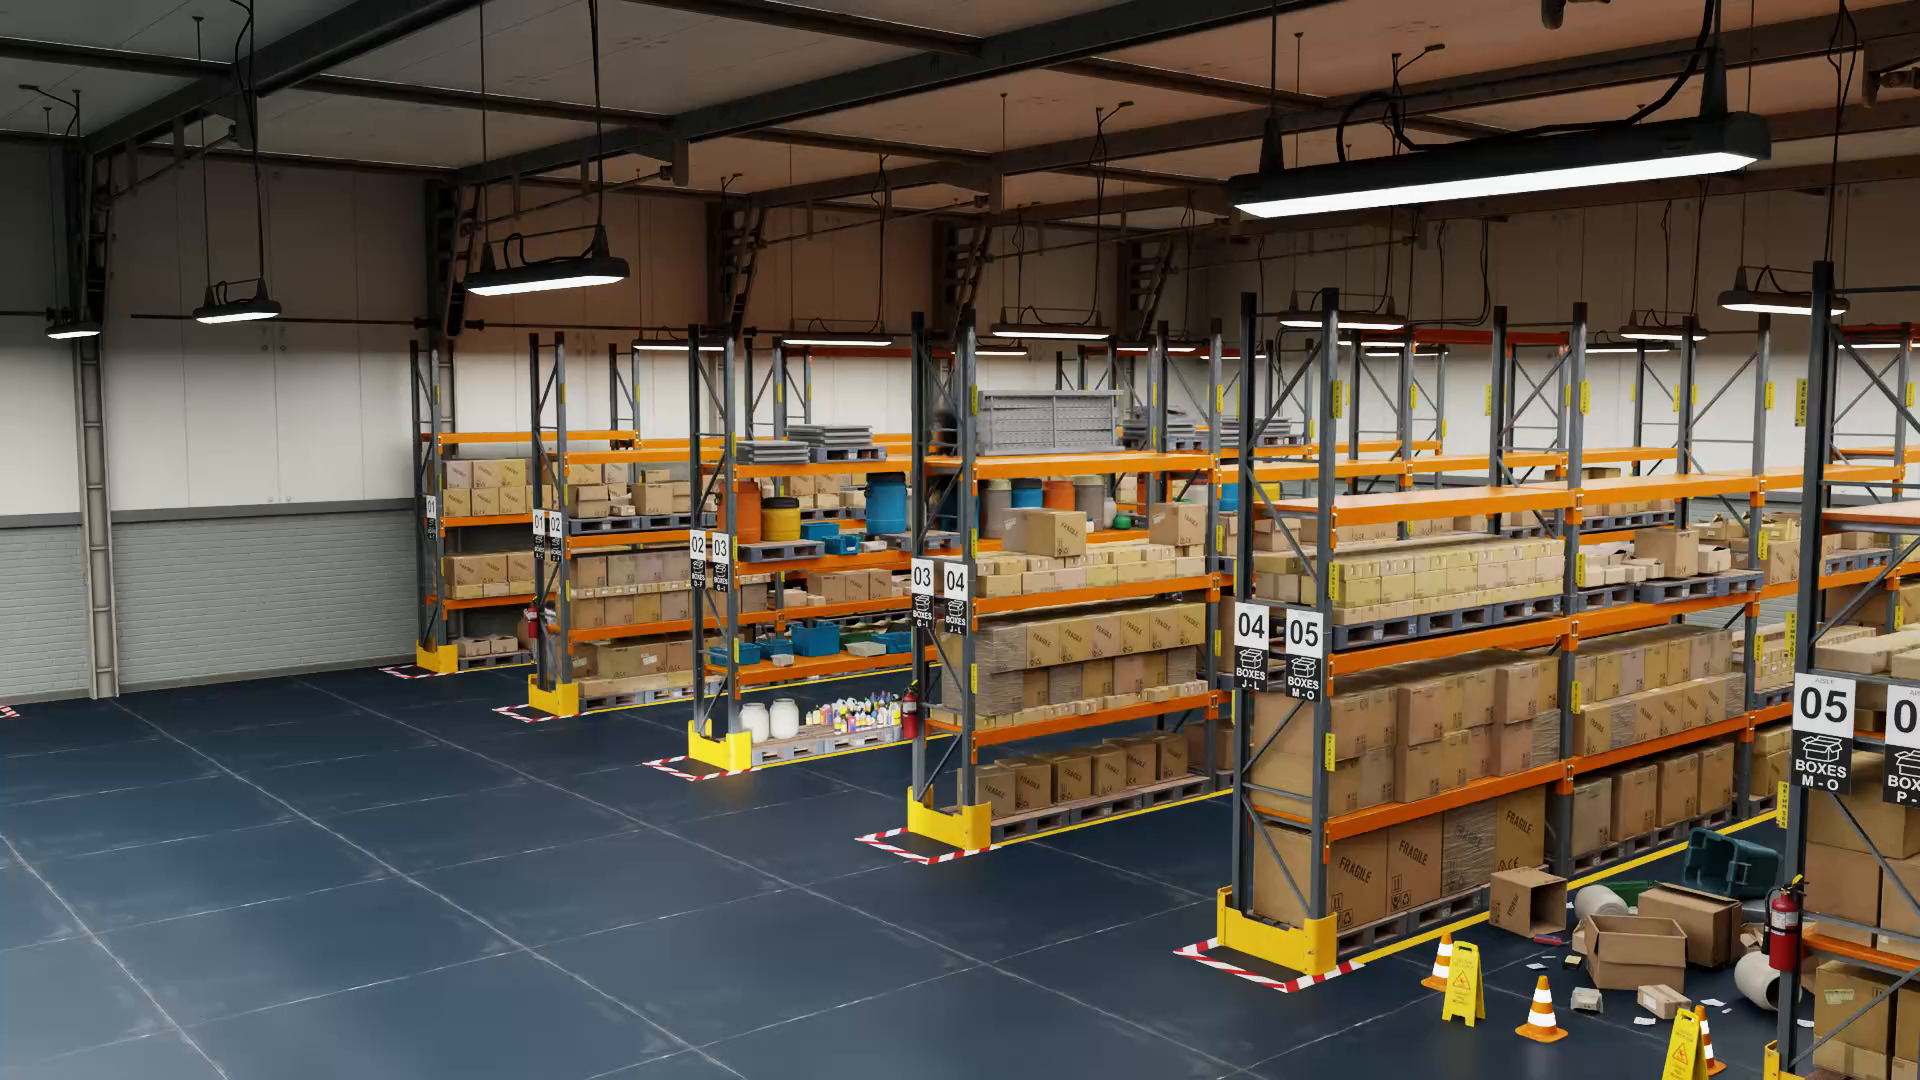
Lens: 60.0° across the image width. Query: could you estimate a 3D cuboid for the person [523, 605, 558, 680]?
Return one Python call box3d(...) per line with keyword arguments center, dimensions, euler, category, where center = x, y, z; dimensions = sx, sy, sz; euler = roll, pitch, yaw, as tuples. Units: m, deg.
box3d(center=(-7.314, 1.736, 28.997), dimensions=(0.645, 1.498, 0.857), euler=(0, 5, 4), category="person")
